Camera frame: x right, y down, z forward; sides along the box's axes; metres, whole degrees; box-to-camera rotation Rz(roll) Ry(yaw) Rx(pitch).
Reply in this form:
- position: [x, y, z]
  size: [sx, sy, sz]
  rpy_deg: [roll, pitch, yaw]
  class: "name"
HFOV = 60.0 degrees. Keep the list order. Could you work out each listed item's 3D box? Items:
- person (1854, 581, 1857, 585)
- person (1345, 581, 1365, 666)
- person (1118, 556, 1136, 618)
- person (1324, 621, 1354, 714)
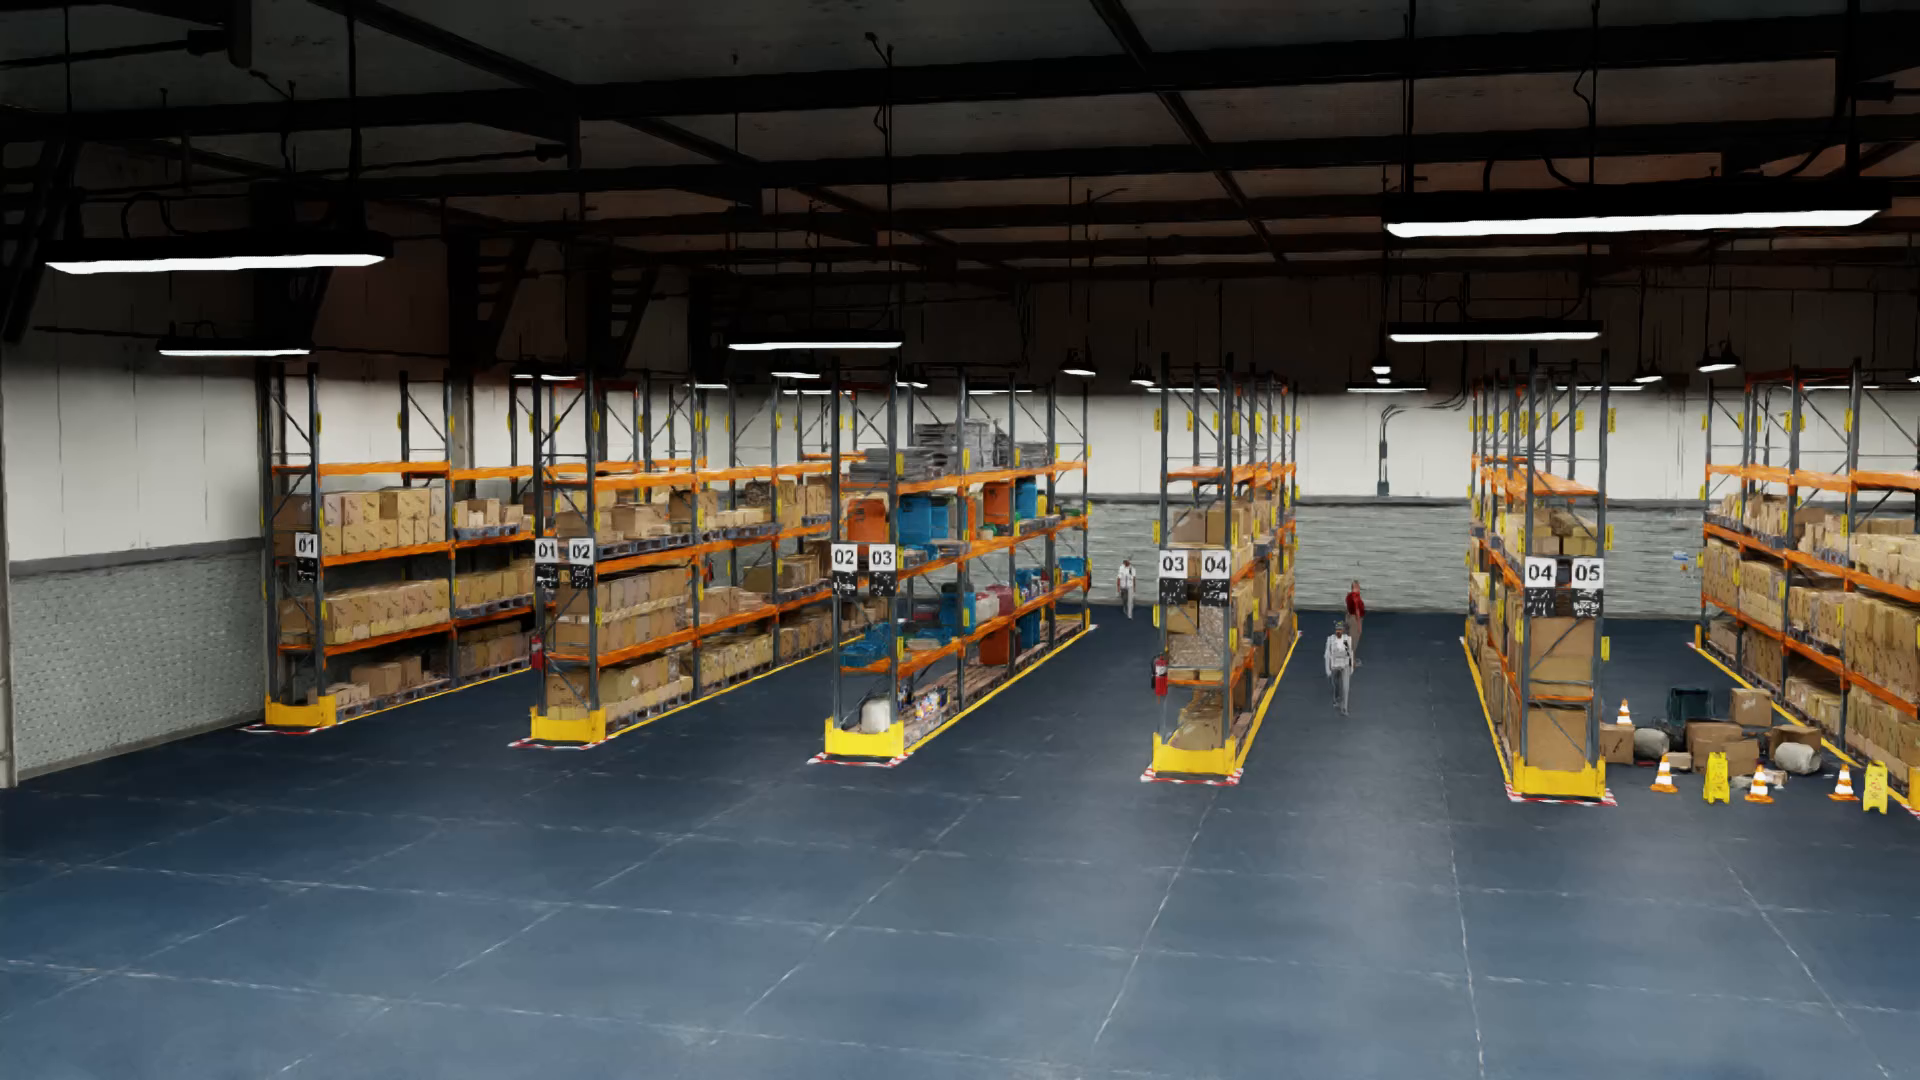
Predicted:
- position: [21.158, 1.388, 39.562]
  size: [0.441, 1.643, 0.614]
  rpy_deg: [-1, 4, -20]
  class: "person"
- position: [8.164, 1.706, 34.329]
  size: [0.407, 1.733, 0.648]
  rpy_deg: [0, 4, -6]
  class: "person"
- position: [4.278, 1.184, 42.721]
  size: [0.455, 1.587, 1.088]
  rpy_deg: [1, 4, 13]
  class: "person"
- position: [6.540, 2.170, 28.717]
  size: [0.495, 1.587, 1.086]
  rpy_deg: [1, 4, 17]
  class: "person"
